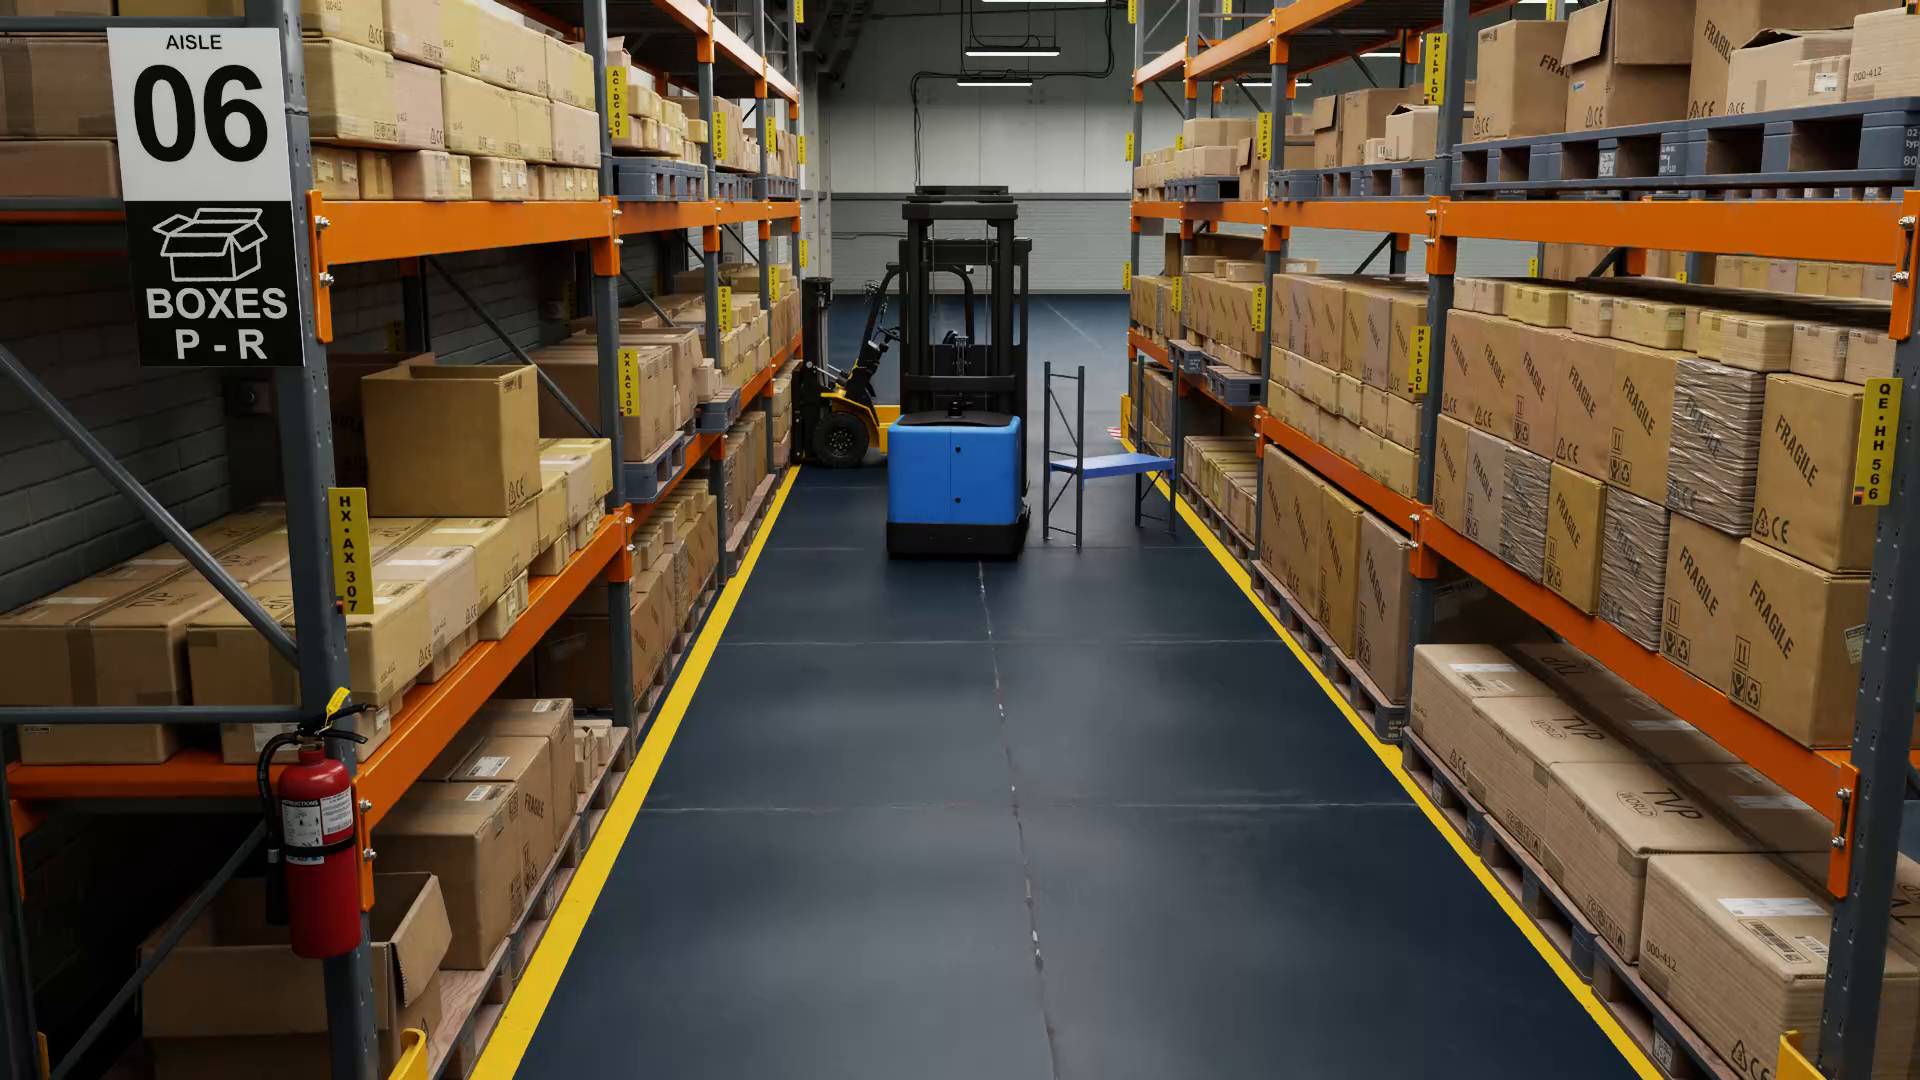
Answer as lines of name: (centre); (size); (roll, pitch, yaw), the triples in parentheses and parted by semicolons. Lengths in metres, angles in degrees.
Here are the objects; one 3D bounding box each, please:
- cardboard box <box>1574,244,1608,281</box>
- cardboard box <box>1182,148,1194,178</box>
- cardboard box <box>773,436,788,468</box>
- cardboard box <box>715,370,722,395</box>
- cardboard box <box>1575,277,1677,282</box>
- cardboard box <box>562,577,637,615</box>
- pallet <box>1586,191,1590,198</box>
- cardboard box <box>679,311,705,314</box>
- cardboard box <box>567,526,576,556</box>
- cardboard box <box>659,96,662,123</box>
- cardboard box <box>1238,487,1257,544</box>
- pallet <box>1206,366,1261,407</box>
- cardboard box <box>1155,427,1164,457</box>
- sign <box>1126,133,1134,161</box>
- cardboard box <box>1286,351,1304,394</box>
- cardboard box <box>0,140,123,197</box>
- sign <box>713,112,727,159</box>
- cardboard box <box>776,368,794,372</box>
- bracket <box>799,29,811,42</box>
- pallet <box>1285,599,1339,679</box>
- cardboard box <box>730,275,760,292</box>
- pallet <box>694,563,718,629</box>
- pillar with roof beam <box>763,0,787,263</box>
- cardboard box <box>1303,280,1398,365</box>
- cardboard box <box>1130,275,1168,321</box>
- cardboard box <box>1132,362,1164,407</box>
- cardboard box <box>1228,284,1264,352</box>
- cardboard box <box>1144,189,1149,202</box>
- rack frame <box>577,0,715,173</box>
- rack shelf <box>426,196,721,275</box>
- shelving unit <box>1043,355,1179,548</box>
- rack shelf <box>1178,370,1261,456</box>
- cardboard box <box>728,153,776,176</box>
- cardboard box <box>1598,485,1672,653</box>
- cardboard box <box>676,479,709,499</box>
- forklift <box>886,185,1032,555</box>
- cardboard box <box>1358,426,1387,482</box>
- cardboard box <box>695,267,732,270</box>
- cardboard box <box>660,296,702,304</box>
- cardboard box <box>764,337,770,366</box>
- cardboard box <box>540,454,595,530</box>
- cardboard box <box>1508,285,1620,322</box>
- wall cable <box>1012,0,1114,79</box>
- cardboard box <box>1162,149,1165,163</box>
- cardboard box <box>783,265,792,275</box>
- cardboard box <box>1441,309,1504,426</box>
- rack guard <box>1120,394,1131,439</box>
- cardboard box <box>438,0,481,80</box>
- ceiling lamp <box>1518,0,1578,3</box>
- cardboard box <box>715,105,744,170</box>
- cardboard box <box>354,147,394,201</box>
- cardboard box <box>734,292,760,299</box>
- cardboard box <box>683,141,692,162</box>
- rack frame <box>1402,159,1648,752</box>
cardboard box: (7.447, -3.094, 18.672); (0.875, 0.550, 0.550); (0, 11, -1)
cardboard box: (2.257, -3.334, 14.726); (0.500, 0.250, 0.500); (0, 11, -2)
cardboard box: (-2.007, -0.885, 16.736); (0.500, 0.250, 0.500); (0, 11, -1)
cardboard box: (-1.848, -1.088, 11.452); (0.380, 0.149, 0.250); (0, 11, 0)
cardboard box: (3.124, -1.157, 7.821); (0.380, 0.149, 0.250); (0, 11, -2)
cardboard box: (-1.904, 0.290, 8.685); (0.380, 0.149, 0.250); (0, 11, 2)
pallet: (7.524, -4.065, 19.231); (1.003, 0.211, 1.213); (0, 11, -1)
cardboard box: (-2.013, -1.721, 13.117); (0.380, 0.149, 0.250); (0, 11, -1)
cardboard box: (-1.869, 0.002, 7.137); (0.380, 0.149, 0.250); (0, 11, 0)
cardboard box: (-1.802, -2.302, 8.894); (0.380, 0.149, 0.250); (0, 11, -2)
cardboard box: (2.715, -0.186, 12.982); (0.950, 0.372, 0.625); (-1, 12, -5)
pallet: (2.596, -1.202, 12.924); (1.213, 0.211, 1.003); (0, 11, -1)
cardboard box: (2.332, -1.031, 17.455); (0.500, 0.250, 0.500); (-1, 11, -3)
sign: (2.009, -4.642, 19.651); (0.100, 0.325, 0.005); (0, 11, -1)
cardboard box: (2.490, -1.122, 11.166); (0.500, 0.250, 0.500); (0, 11, 0)
cardboard box: (-2.318, -0.953, 4.302); (0.380, 0.149, 0.250); (0, 11, 0)
sign: (-1.703, -2.859, 11.764); (0.100, 0.325, 0.005); (0, 11, -1)
cardboard box: (-2.053, -1.781, 18.636); (0.500, 0.250, 0.500); (0, 11, 0)
bracket: (-3.306, -10.783, 35.526); (0.235, 0.232, 0.430); (0, 11, -1)
pallet: (2.680, 0.610, 10.520); (1.003, 0.211, 1.213); (0, 11, -1)
cardboard box: (-2.038, -2.506, 16.238); (0.380, 0.149, 0.250); (0, 11, 0)
pallet: (-2.268, 0.381, 11.650); (1.003, 0.211, 1.213); (0, 11, -1)
pillar with roof beam: (0.759, -7.925, 30.492); (9.100, 9.000, 0.548); (0, 11, -1)
cardboard box: (2.498, -1.394, 10.618); (0.500, 0.500, 0.500); (0, 11, 0)
cardboard box: (2.284, -2.845, 19.538); (0.500, 0.500, 0.500); (0, 11, -2)
cardboard box: (2.293, -1.805, 19.385); (0.500, 0.500, 0.500); (-1, 11, -3)
cardboard box: (2.408, -1.748, 13.074); (0.500, 0.500, 0.500); (0, 11, -2)
cardboard box: (2.300, -3.921, 18.927); (0.380, 0.149, 0.250); (0, 11, 0)
rack frame: (-2.246, -4.074, 11.508); (1.000, 3.000, 0.127); (0, 11, -1)
rack shelf: (-2.204, -1.854, 9.918); (1.077, 0.370, 4.000); (0, 11, -1)
shelving unit: (1.277, -0.770, 14.080); (1.048, 1.500, 0.538); (-8, 14, -33)
rack shelf: (2.676, -1.200, 14.240); (1.077, 0.370, 4.000); (0, 11, -1)
cardboard box: (-2.102, -3.777, 16.503); (0.500, 0.311, 0.500); (0, 11, 0)
cardboard box: (2.592, 0.089, 5.824); (0.500, 0.500, 0.500); (0, 11, 0)
cardboard box: (-1.982, -0.336, 11.768); (0.380, 0.149, 0.250); (-1, 11, -4)
forklift: (0.052, -1.560, 14.379); (1.130, 2.935, 3.031); (1, 12, 5)
cardboard box: (2.529, -0.476, 9.238); (0.500, 0.250, 0.500); (0, 11, -2)
cardboard box: (-2.699, -2.911, 18.231); (0.380, 0.149, 0.250); (-1, 11, -3)
cardboard box: (-2.582, -2.172, 15.337); (0.380, 0.149, 0.250); (-1, 11, -3)
cardboard box: (-2.056, -1.757, 15.551); (0.500, 0.250, 0.500); (0, 11, 0)
cardboard box: (-1.883, -0.211, 7.186); (0.500, 0.250, 0.500); (0, 11, -1)
cardboard box: (2.559, -1.002, 7.056); (0.380, 0.149, 0.250); (0, 11, -2)
wall cable: (3.142, -15.283, 50.426); (3.097, 2.526, 0.112); (0, 11, -1)
cardboard box: (2.315, -4.008, 17.352); (0.380, 0.149, 0.250); (0, 11, 0)
cardboard box: (-2.124, -3.066, 18.996); (0.380, 0.149, 0.250); (0, 11, 0)
cardboard box: (2.567, -0.803, 7.709); (0.500, 0.500, 0.500); (0, 11, -1)
rack guard: (2.553, -1.505, 20.222); (1.175, 0.500, 0.348); (0, 11, -1)
cardboard box: (-1.854, -1.621, 5.334); (0.500, 0.250, 0.500); (0, 11, -2)
ceiling lamp: (8.685, -9.919, 25.637); (2.000, 3.185, 0.800); (0, 11, -1)
cardboard box: (-2.038, -3.255, 13.457); (0.500, 0.500, 0.500); (0, 11, 0)
cardboard box: (-1.874, -1.058, 4.818); (0.380, 0.149, 0.250); (0, 11, -1)
cardboard box: (-2.072, -2.361, 16.267); (0.380, 0.149, 0.250); (0, 11, -2)
cardboard box: (-2.012, -2.605, 11.185); (0.380, 0.149, 0.250); (-1, 11, -2)
rack frame: (2.800, -0.360, 8.290); (1.000, 3.000, 0.127); (0, 11, -1)
